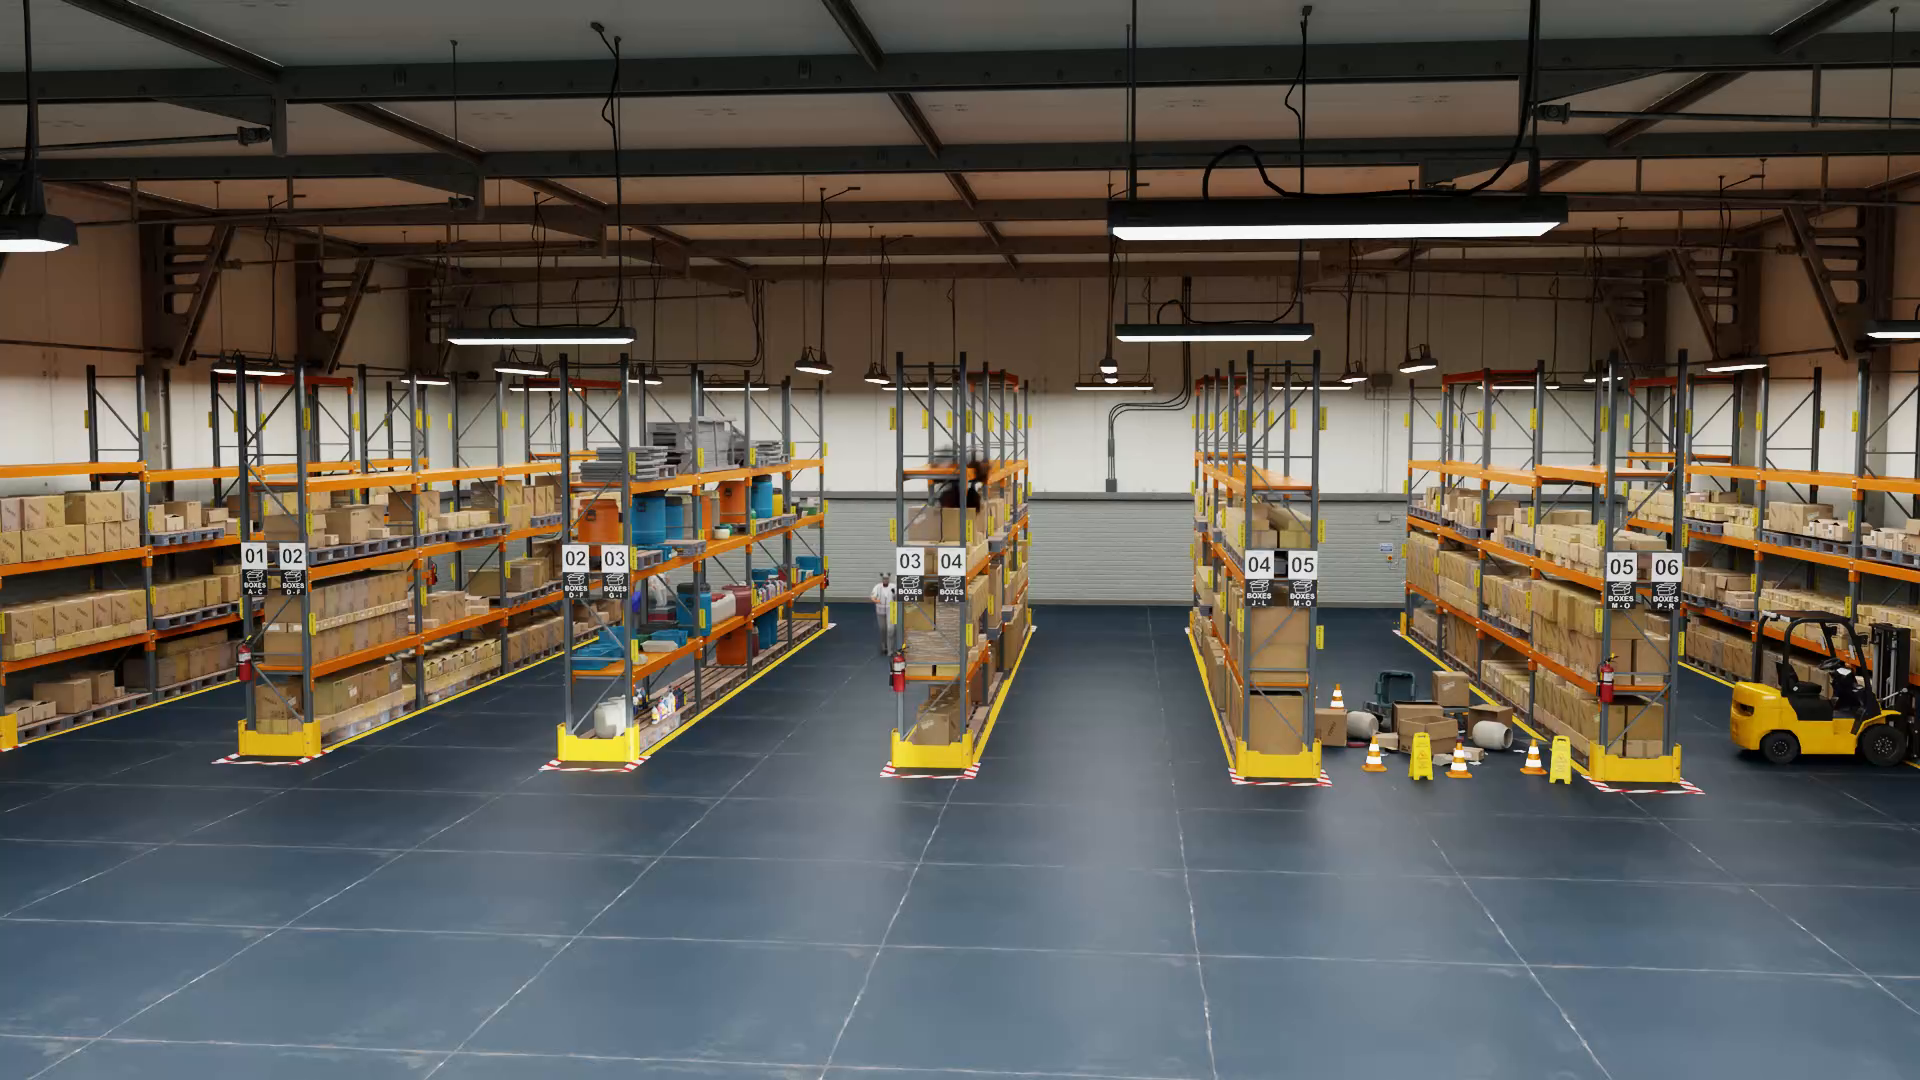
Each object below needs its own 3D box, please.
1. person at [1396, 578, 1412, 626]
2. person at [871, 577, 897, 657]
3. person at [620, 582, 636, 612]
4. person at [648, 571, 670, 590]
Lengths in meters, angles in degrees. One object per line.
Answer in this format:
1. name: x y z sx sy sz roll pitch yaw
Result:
1. person: 11.019 1.265 40.327 0.947 1.758 0.718 2 4 24
2. person: -1.607 1.596 35.806 0.608 1.767 0.909 0 4 3
3. person: -7.032 1.301 35.658 0.574 0.831 0.477 0 4 0
4. person: -7.498 1.263 41.430 0.610 1.637 0.638 -4 6 -42
